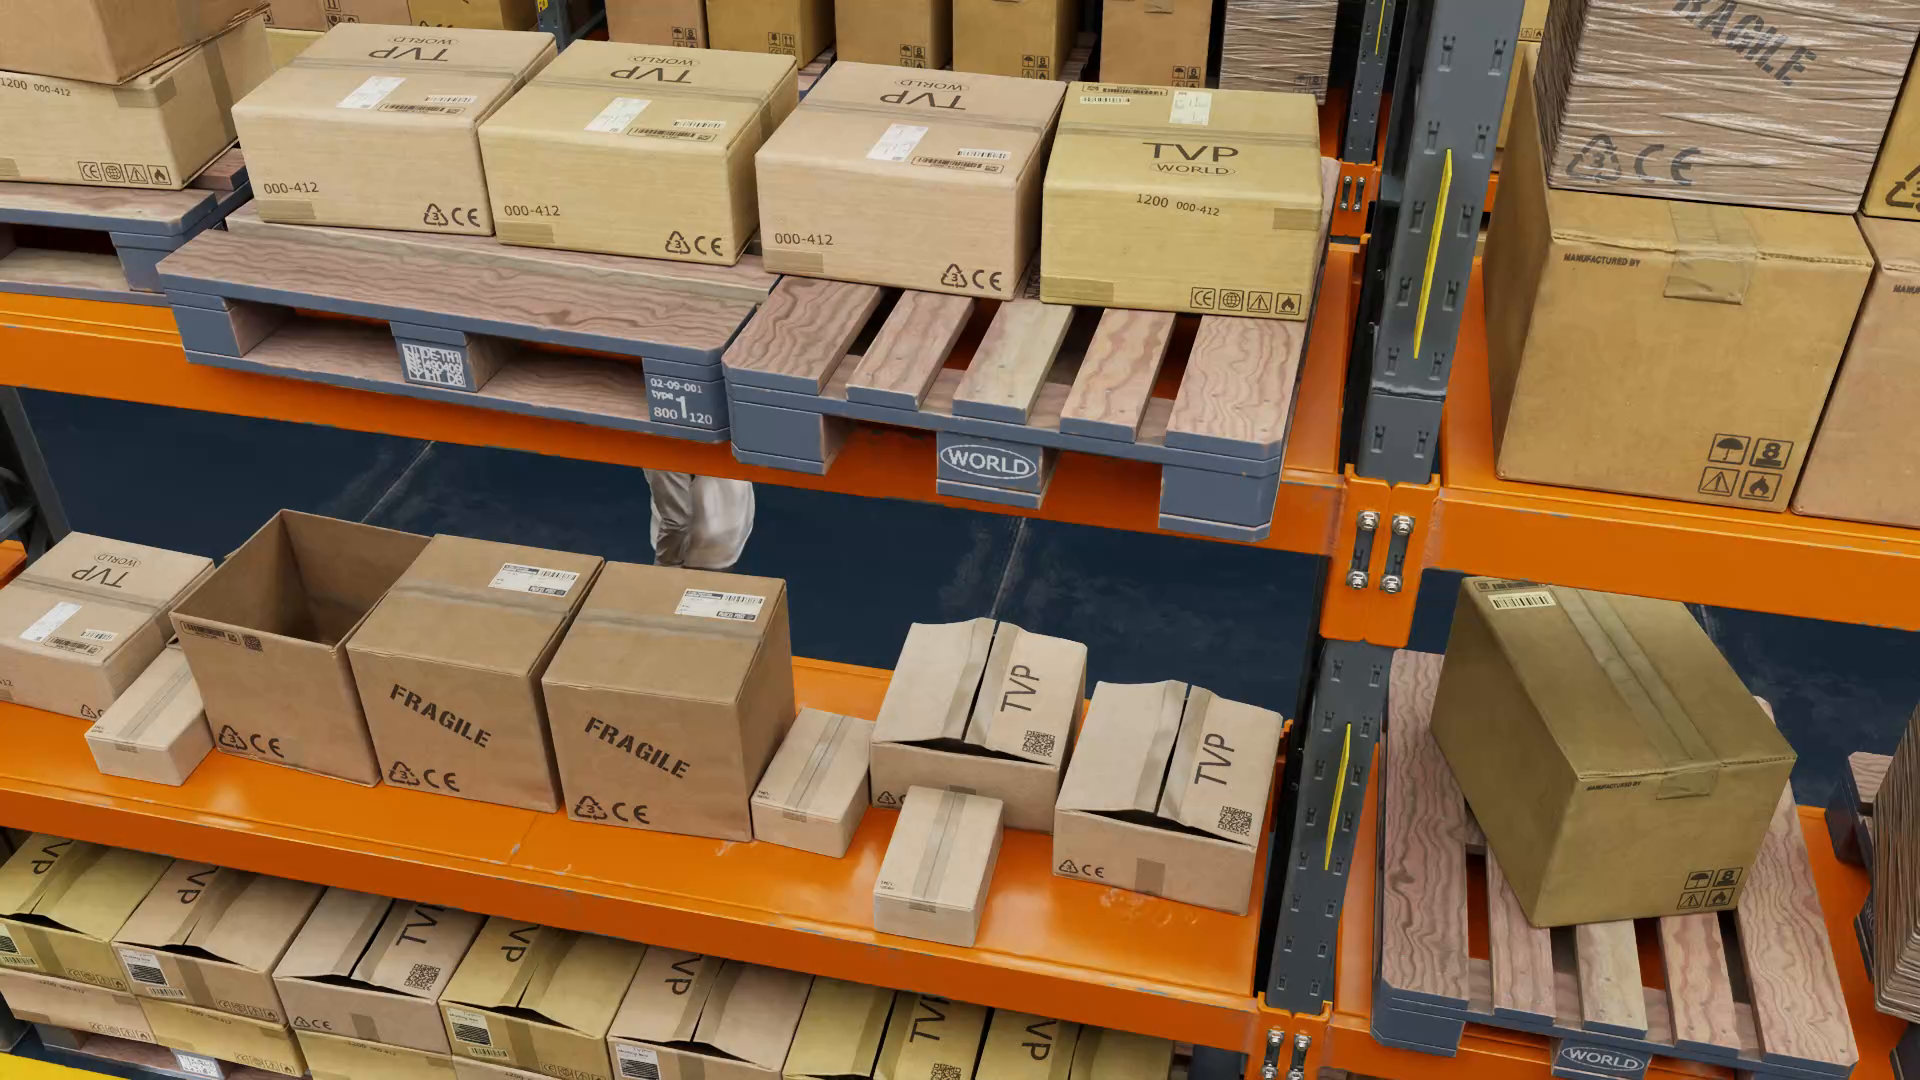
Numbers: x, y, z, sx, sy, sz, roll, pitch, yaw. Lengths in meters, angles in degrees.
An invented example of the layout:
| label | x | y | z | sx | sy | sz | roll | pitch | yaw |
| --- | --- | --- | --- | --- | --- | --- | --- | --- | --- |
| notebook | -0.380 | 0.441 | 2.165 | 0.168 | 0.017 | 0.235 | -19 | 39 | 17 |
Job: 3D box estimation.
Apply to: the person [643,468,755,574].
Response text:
| label | x | y | z | sx | sy | sz | roll | pitch | yaw |
| --- | --- | --- | --- | --- | --- | --- | --- | --- | --- |
| person | -0.992 | -0.025 | 6.160 | 0.462 | 1.770 | 0.578 | 7 | 37 | 9 |
